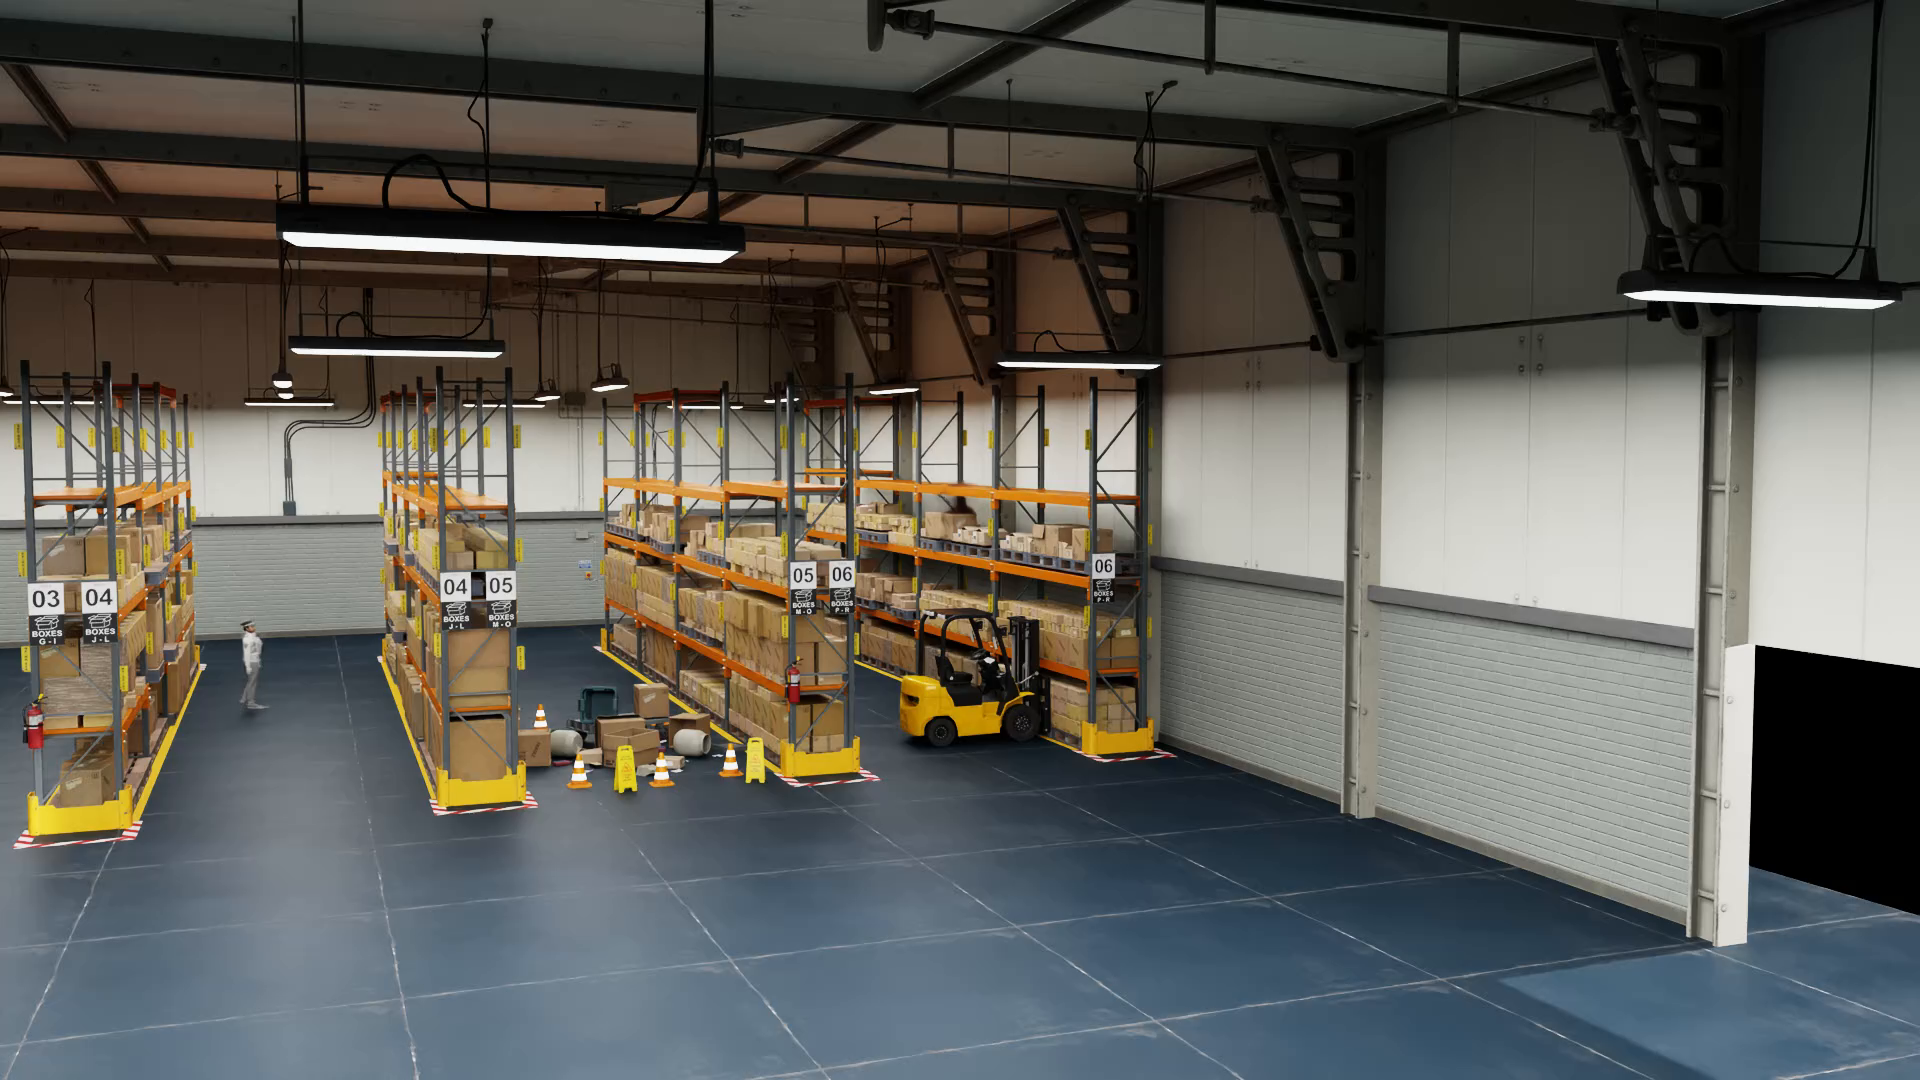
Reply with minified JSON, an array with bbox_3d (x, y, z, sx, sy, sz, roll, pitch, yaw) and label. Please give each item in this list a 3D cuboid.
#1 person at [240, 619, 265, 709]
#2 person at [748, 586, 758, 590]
[{"bbox_3d":[-13.133,2.294,30.857,0.442,1.693,0.506,-2,4,-25],"label":"person"},{"bbox_3d":[-5.559,1.415,44.496,0.931,1.799,0.696,-3,4,-39],"label":"person"}]
